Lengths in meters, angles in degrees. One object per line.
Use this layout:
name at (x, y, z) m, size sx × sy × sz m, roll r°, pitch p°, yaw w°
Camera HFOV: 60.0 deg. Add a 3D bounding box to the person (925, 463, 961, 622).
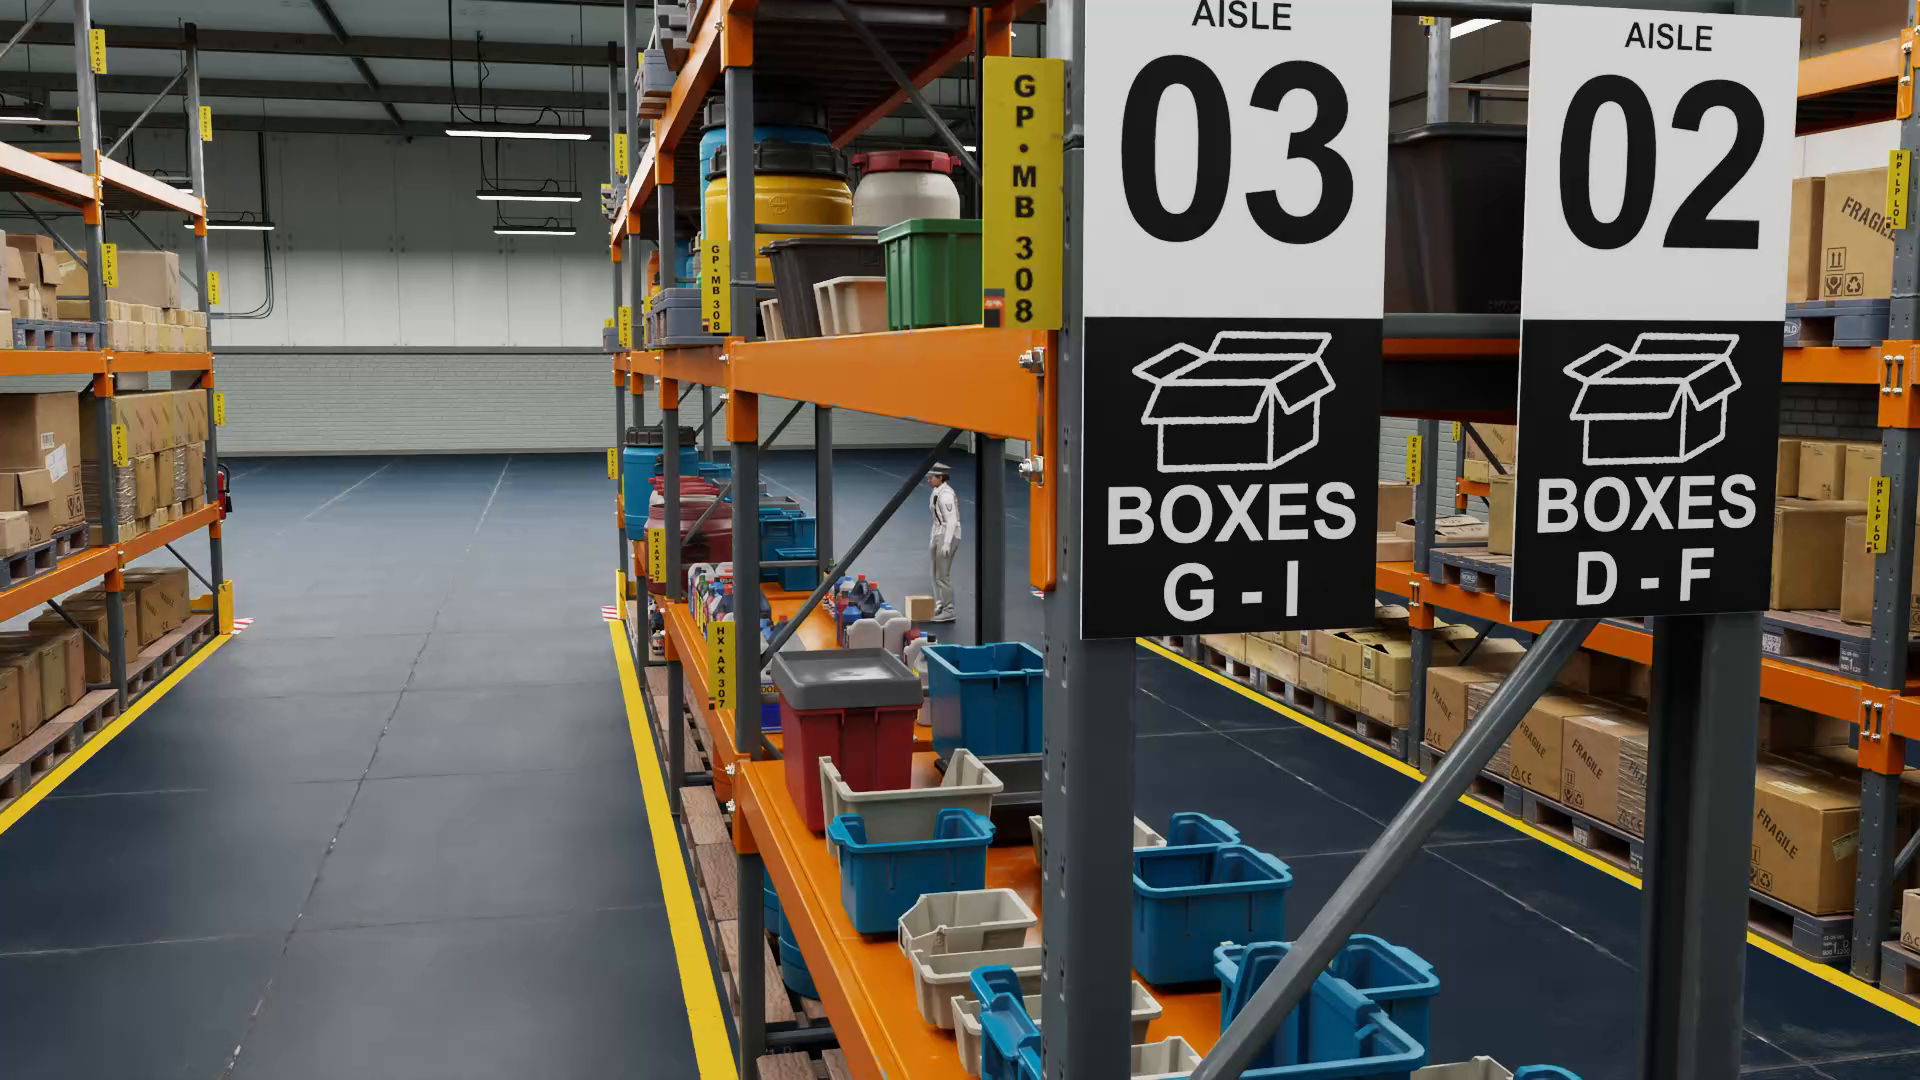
person at (-0.188, 0.019, 17.505) m, size 0.375 × 1.662 × 0.530 m, roll -2°, pitch 6°, yaw -16°
